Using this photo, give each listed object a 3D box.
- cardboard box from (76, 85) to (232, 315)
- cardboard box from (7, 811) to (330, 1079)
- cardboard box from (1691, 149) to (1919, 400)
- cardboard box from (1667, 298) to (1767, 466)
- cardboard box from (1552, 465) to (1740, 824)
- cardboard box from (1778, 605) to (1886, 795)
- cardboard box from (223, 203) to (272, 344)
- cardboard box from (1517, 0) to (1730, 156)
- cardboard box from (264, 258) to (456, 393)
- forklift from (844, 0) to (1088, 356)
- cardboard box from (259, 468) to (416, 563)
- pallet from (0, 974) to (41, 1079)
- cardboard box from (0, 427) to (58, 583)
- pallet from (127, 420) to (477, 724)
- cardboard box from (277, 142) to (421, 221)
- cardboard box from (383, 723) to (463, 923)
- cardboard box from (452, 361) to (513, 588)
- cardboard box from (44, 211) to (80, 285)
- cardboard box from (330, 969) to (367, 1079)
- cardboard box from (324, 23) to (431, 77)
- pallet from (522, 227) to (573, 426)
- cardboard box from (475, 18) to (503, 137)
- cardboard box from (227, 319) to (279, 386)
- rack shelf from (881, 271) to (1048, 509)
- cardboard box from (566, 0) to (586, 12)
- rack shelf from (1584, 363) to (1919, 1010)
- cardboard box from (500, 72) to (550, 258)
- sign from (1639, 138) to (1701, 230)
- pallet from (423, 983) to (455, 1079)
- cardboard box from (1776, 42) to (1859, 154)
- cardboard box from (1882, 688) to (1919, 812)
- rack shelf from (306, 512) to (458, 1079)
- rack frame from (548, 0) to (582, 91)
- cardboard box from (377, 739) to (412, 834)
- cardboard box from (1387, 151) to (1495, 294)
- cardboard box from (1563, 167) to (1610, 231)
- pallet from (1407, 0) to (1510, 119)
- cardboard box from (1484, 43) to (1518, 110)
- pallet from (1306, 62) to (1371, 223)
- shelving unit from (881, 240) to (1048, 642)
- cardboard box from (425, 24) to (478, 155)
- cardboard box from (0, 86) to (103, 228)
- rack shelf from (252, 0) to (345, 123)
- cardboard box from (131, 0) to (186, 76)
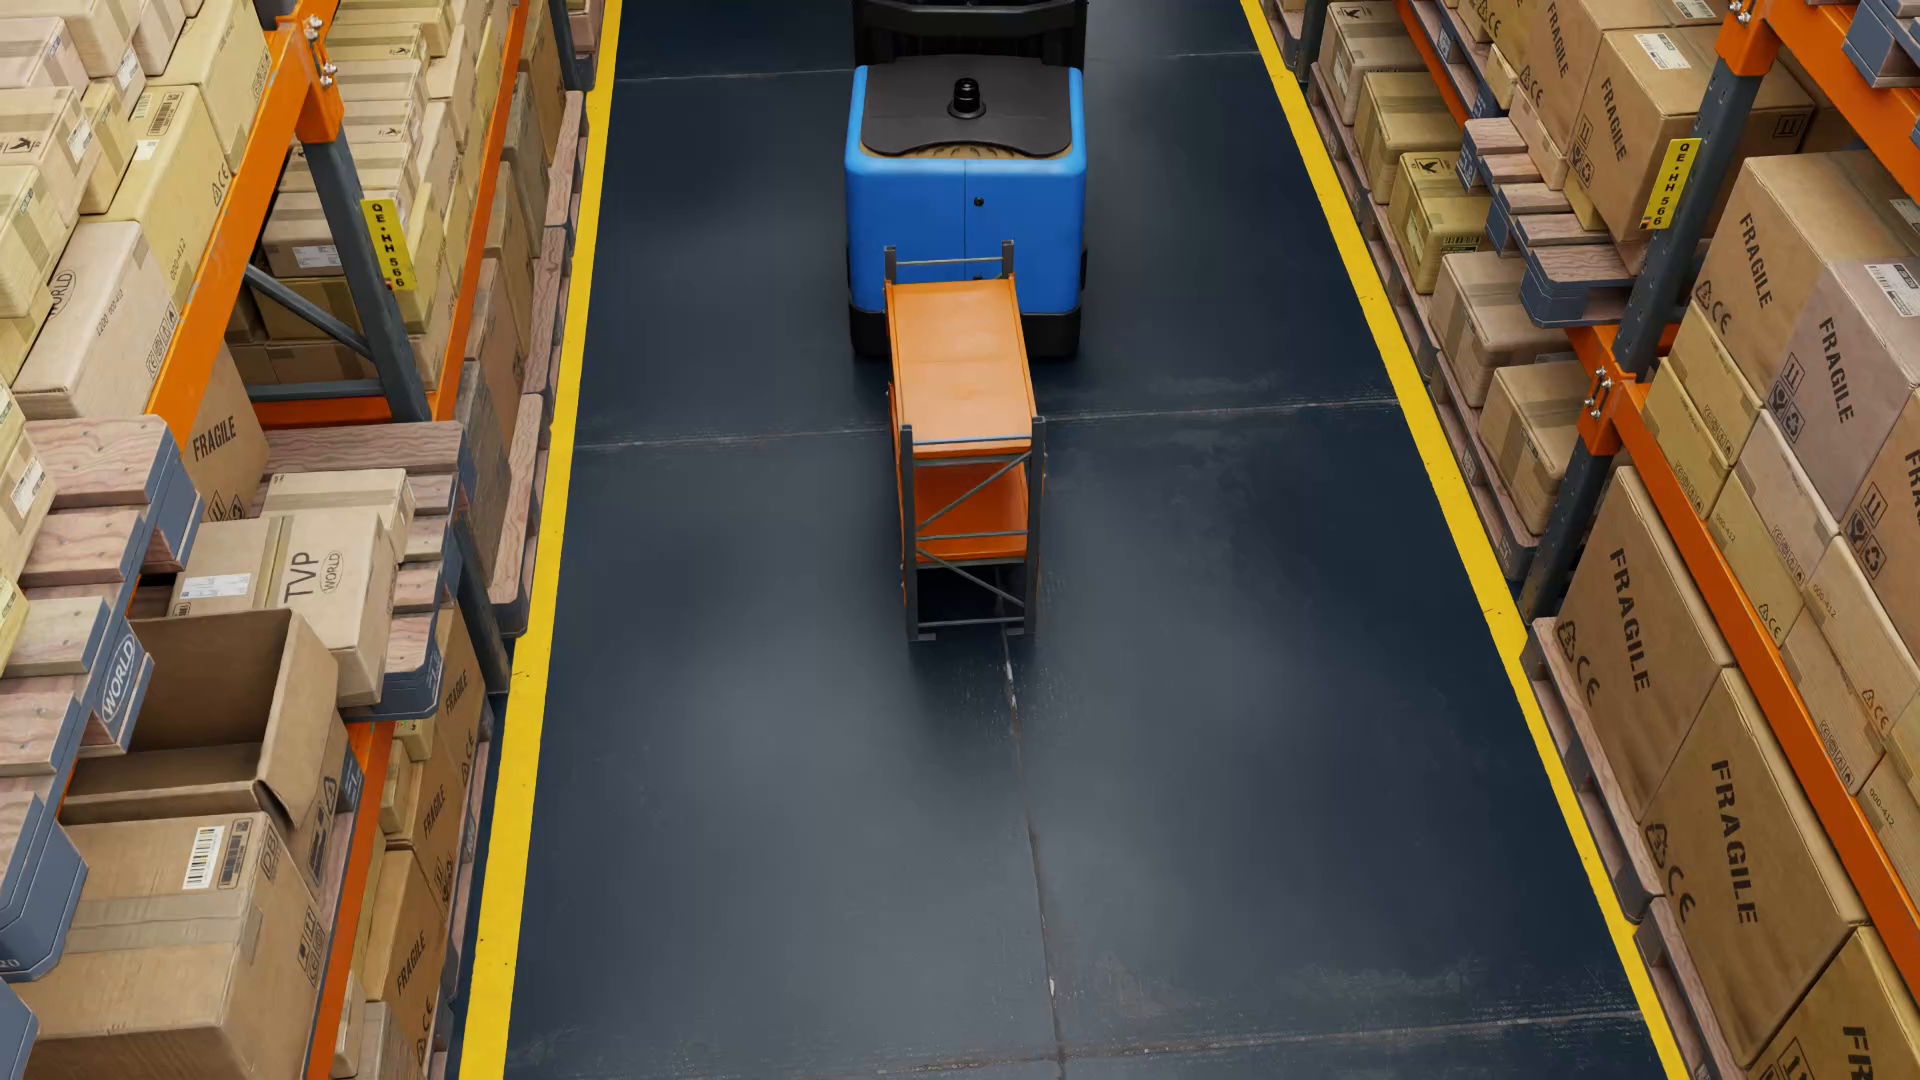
[{"bbox_3d":[-1.894,-0.716,3.536,0.500,0.250,0.500,-3,47,-3],"label":"cardboard box"},{"bbox_3d":[-1.813,0.953,3.560,0.700,0.500,0.500,-4,47,-3],"label":"cardboard box"},{"bbox_3d":[2.522,-0.767,4.789,0.500,0.500,0.500,-5,47,-5],"label":"cardboard box"},{"bbox_3d":[2.521,-0.499,5.052,0.500,0.250,0.500,-4,47,-4],"label":"cardboard box"},{"bbox_3d":[2.700,0.331,5.682,0.875,0.875,0.875,-4,47,-4],"label":"cardboard box"},{"bbox_3d":[2.613,0.411,4.535,0.500,0.250,0.500,-2,47,-2],"label":"cardboard box"},{"bbox_3d":[-2.536,-0.884,5.417,0.500,0.250,0.500,-3,47,-2],"label":"cardboard box"},{"bbox_3d":[2.355,-1.727,5.893,0.500,0.500,0.500,-4,47,-4],"label":"cardboard box"},{"bbox_3d":[-2.015,-0.740,5.625,0.500,0.250,0.500,-3,47,-3],"label":"cardboard box"},{"bbox_3d":[0.050,-2.901,7.615,1.130,2.935,3.031,1,47,1],"label":"forklift"},{"bbox_3d":[-1.784,-0.062,4.763,0.380,0.149,0.250,-3,47,-3],"label":"cardboard box"},{"bbox_3d":[-1.871,0.995,1.942,1.213,0.211,1.003,-3,47,-3],"label":"pallet"},{"bbox_3d":[-1.669,-0.037,2.604,0.380,0.149,0.250,-3,47,-2],"label":"cardboard box"},{"bbox_3d":[-2.095,0.096,4.862,1.213,0.211,1.003,-3,47,-3],"label":"pallet"},{"bbox_3d":[-1.978,-1.155,5.399,0.380,0.149,0.250,-3,47,-2],"label":"cardboard box"},{"bbox_3d":[-1.940,0.915,5.387,0.500,0.500,0.500,-4,47,-4],"label":"cardboard box"},{"bbox_3d":[-2.260,-0.236,6.390,0.875,0.625,0.625,-2,47,-2],"label":"cardboard box"},{"bbox_3d":[-1.918,-0.590,3.142,0.380,0.149,0.250,-3,47,-3],"label":"cardboard box"},{"bbox_3d":[-1.845,1.339,4.538,0.380,0.149,0.250,-6,47,-5],"label":"cardboard box"},{"bbox_3d":[-2.111,-1.708,5.922,0.380,0.149,0.250,-3,47,-3],"label":"cardboard box"},{"bbox_3d":[-2.350,-0.976,7.665,1.003,0.211,1.213,-3,47,-3],"label":"pallet"},{"bbox_3d":[-2.144,-1.852,6.678,0.500,0.250,0.500,-2,47,-2],"label":"cardboard box"},{"bbox_3d":[-2.514,-0.714,5.600,0.500,0.250,0.500,-4,47,-4],"label":"cardboard box"},{"bbox_3d":[0.001,-0.583,6.261,0.538,0.278,1.000,-3,47,-3],"label":"rack shelf"},{"bbox_3d":[-2.289,-3.090,9.007,0.500,0.250,0.500,-4,47,-3],"label":"cardboard box"},{"bbox_3d":[2.892,0.934,4.431,1.077,0.370,4.000,-3,47,-3],"label":"rack shelf"},{"bbox_3d":[-2.444,-1.739,7.814,0.875,0.625,0.625,-4,47,-4],"label":"cardboard box"},{"bbox_3d":[2.185,-1.091,5.111,0.100,0.325,0.005,-3,47,-3],"label":"sign"},{"bbox_3d":[-2.098,1.926,4.917,1.003,0.211,1.213,-3,47,-3],"label":"pallet"},{"bbox_3d":[2.917,-1.381,5.566,0.500,0.500,0.500,-5,47,-4],"label":"cardboard box"},{"bbox_3d":[2.622,0.604,4.007,0.500,0.250,0.500,-3,47,-3],"label":"cardboard box"},{"bbox_3d":[-2.054,1.238,4.143,1.077,0.370,4.000,-3,47,-3],"label":"rack shelf"},{"bbox_3d":[-2.556,-3.350,7.993,1.000,3.000,0.127,-3,47,-3],"label":"rack frame"},{"bbox_3d":[-1.896,0.767,5.080,0.380,0.149,0.250,-5,47,-5],"label":"cardboard box"},{"bbox_3d":[2.560,-1.493,7.755,0.950,0.372,0.625,-2,47,-2],"label":"cardboard box"},{"bbox_3d":[2.368,-1.231,5.870,0.380,0.149,0.250,-3,47,-3],"label":"cardboard box"},{"bbox_3d":[2.518,-2.124,6.964,1.003,0.211,1.213,-3,47,-3],"label":"pallet"},{"bbox_3d":[2.252,-1.791,6.401,0.380,0.149,0.250,-3,47,-3],"label":"cardboard box"},{"bbox_3d":[2.456,-2.132,8.761,1.003,0.211,1.213,-3,47,-3],"label":"pallet"},{"bbox_3d":[0.001,-0.382,6.473,0.538,1.125,1.048,-3,47,-3],"label":"shelving unit"},{"bbox_3d":[-2.082,-1.654,6.146,0.500,0.250,0.500,-5,47,-4],"label":"cardboard box"},{"bbox_3d":[-1.813,-0.688,3.030,0.380,0.149,0.250,-4,47,-4],"label":"cardboard box"},{"bbox_3d":[-2.389,-2.687,5.795,1.077,0.370,4.000,-3,47,-3],"label":"rack shelf"},{"bbox_3d":[-1.950,-1.142,3.665,0.380,0.149,0.250,-4,47,-4],"label":"cardboard box"}]
